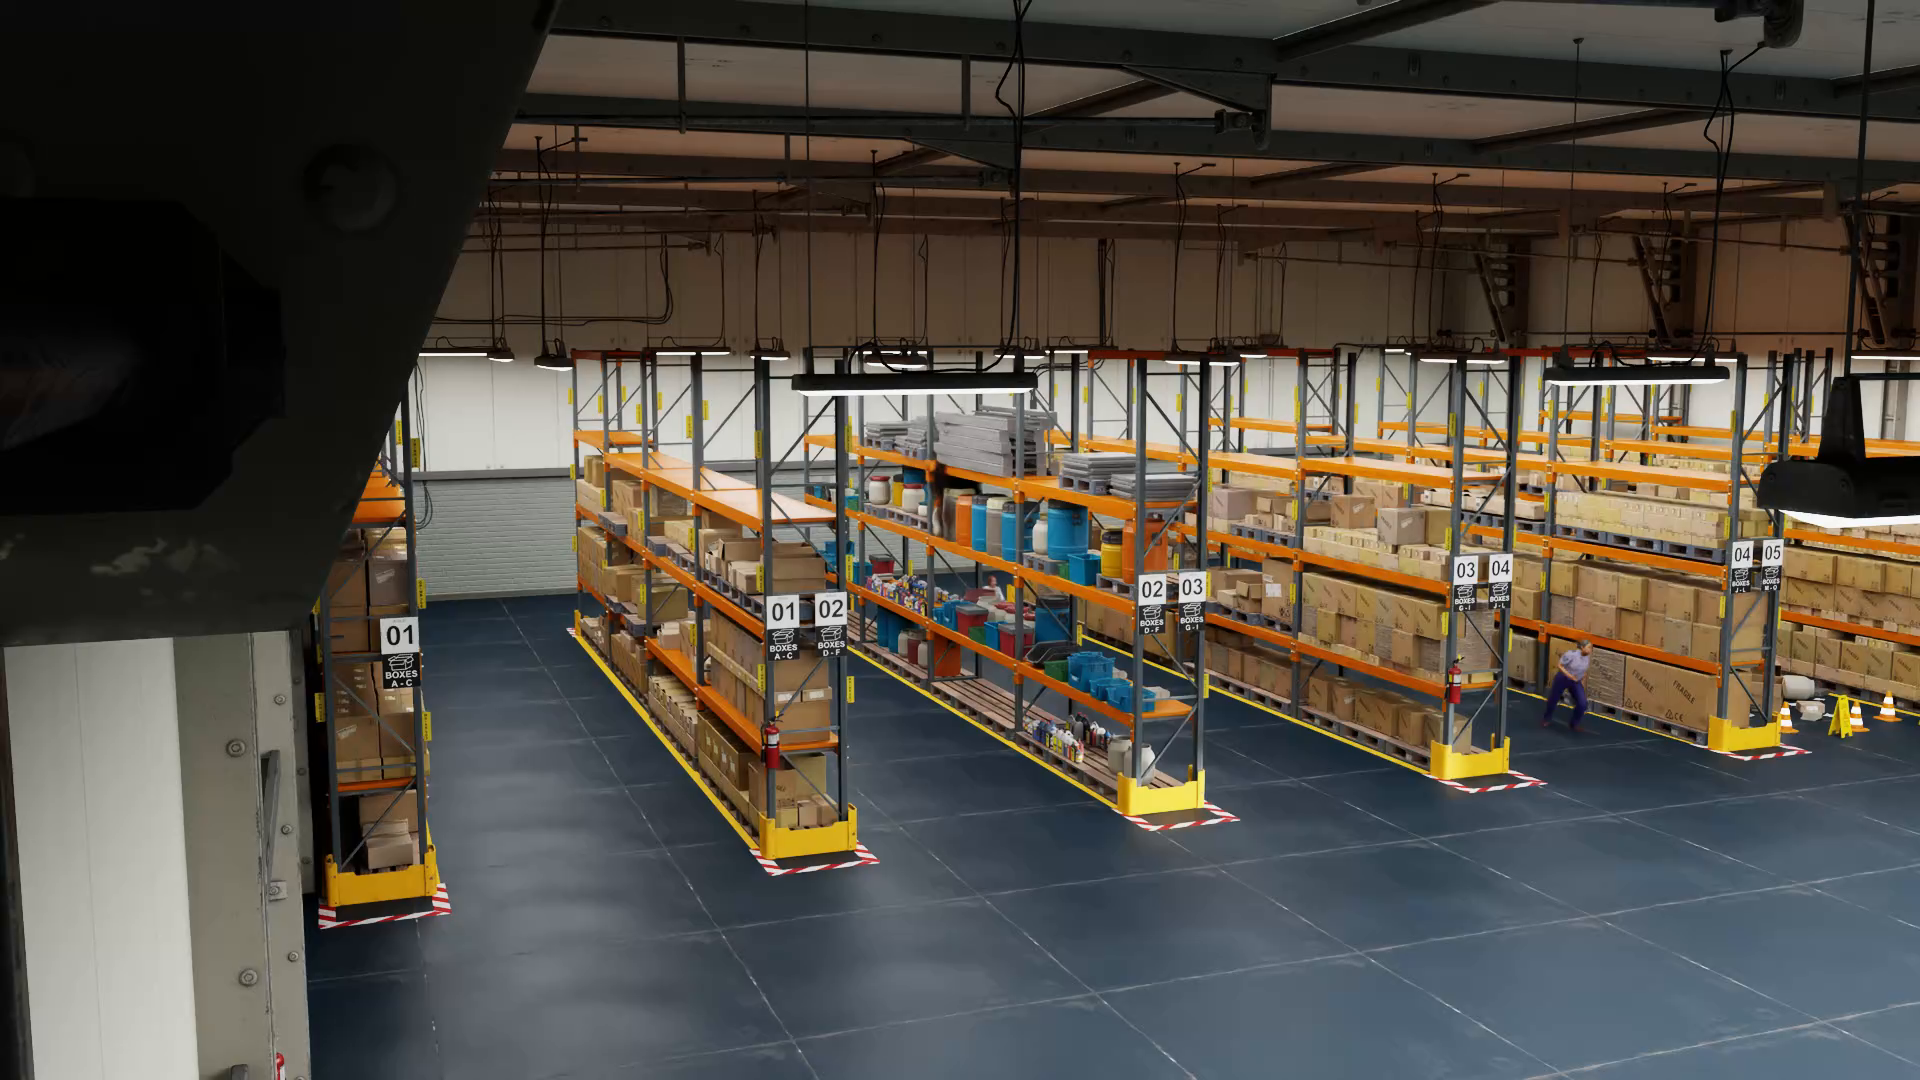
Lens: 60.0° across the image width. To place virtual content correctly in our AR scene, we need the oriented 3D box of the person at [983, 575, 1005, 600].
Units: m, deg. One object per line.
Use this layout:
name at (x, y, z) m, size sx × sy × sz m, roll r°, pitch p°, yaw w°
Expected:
person at (0.623, 1.446, 32.567) m, size 0.526 × 1.540 × 0.888 m, roll -4°, pitch 8°, yaw -31°

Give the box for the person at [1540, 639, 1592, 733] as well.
person at (9.742, 2.305, 26.605) m, size 0.701 × 1.548 × 0.772 m, roll -1°, pitch 7°, yaw -6°
